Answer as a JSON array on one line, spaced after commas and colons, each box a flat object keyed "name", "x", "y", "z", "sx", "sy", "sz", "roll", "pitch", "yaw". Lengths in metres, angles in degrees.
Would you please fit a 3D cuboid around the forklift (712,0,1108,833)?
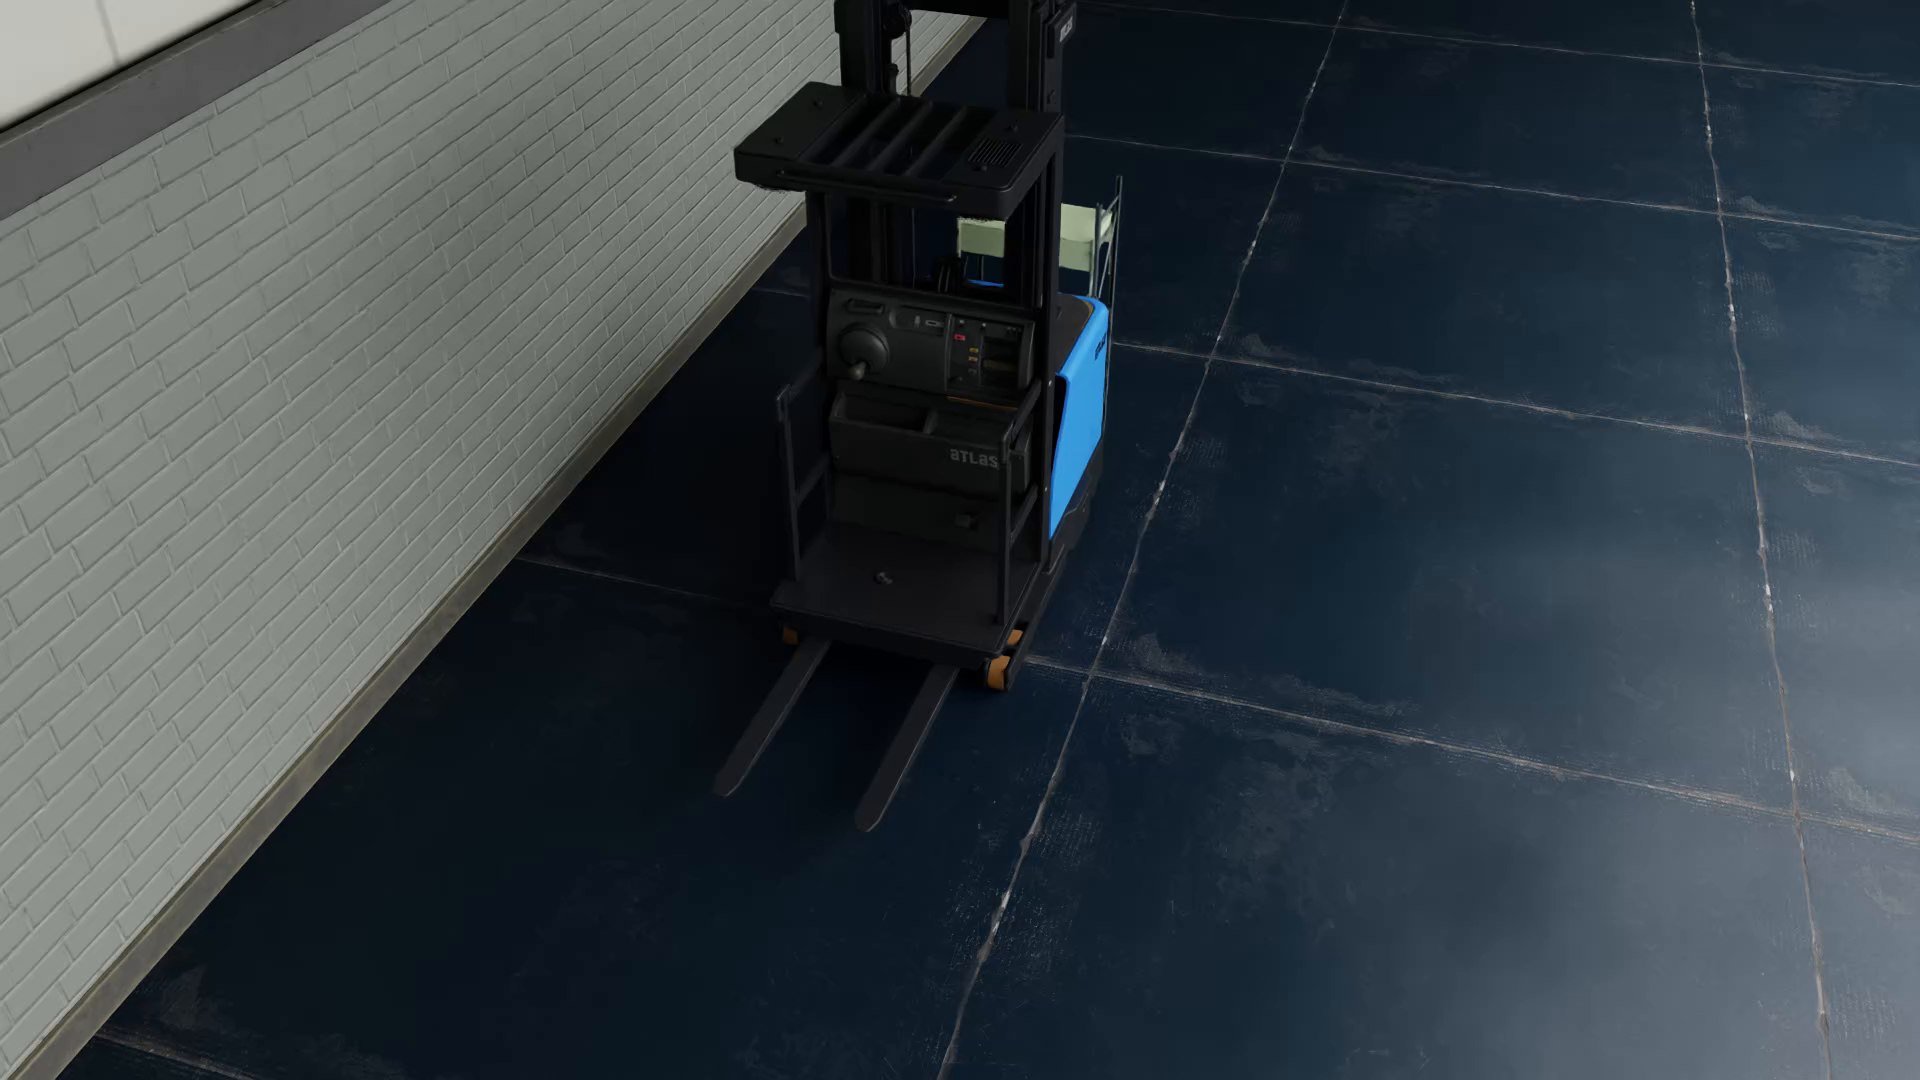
[{"name": "forklift", "x": -0.199, "y": -0.771, "z": 7.011, "sx": 1.130, "sy": 2.935, "sz": 3.031, "roll": 11, "pitch": 38, "yaw": 15}]

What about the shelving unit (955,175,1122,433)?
[{"name": "shelving unit", "x": 0.393, "y": -1.199, "z": 8.789, "sx": 0.755, "sy": 1.500, "sz": 0.431, "roll": 12, "pitch": 37, "yaw": 16}]

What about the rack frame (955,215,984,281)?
[{"name": "rack frame", "x": 0.049, "y": -1.274, "z": 8.891, "sx": 0.023, "sy": 1.500, "sz": 0.400, "roll": 12, "pitch": 37, "yaw": 16}]

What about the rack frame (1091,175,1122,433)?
[{"name": "rack frame", "x": 0.736, "y": -1.124, "z": 8.687, "sx": 0.023, "sy": 1.500, "sz": 0.400, "roll": 12, "pitch": 37, "yaw": 16}]

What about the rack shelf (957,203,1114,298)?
[{"name": "rack shelf", "x": 0.396, "y": -1.518, "z": 8.565, "sx": 0.720, "sy": 0.370, "sz": 0.431, "roll": 12, "pitch": 37, "yaw": 16}]
